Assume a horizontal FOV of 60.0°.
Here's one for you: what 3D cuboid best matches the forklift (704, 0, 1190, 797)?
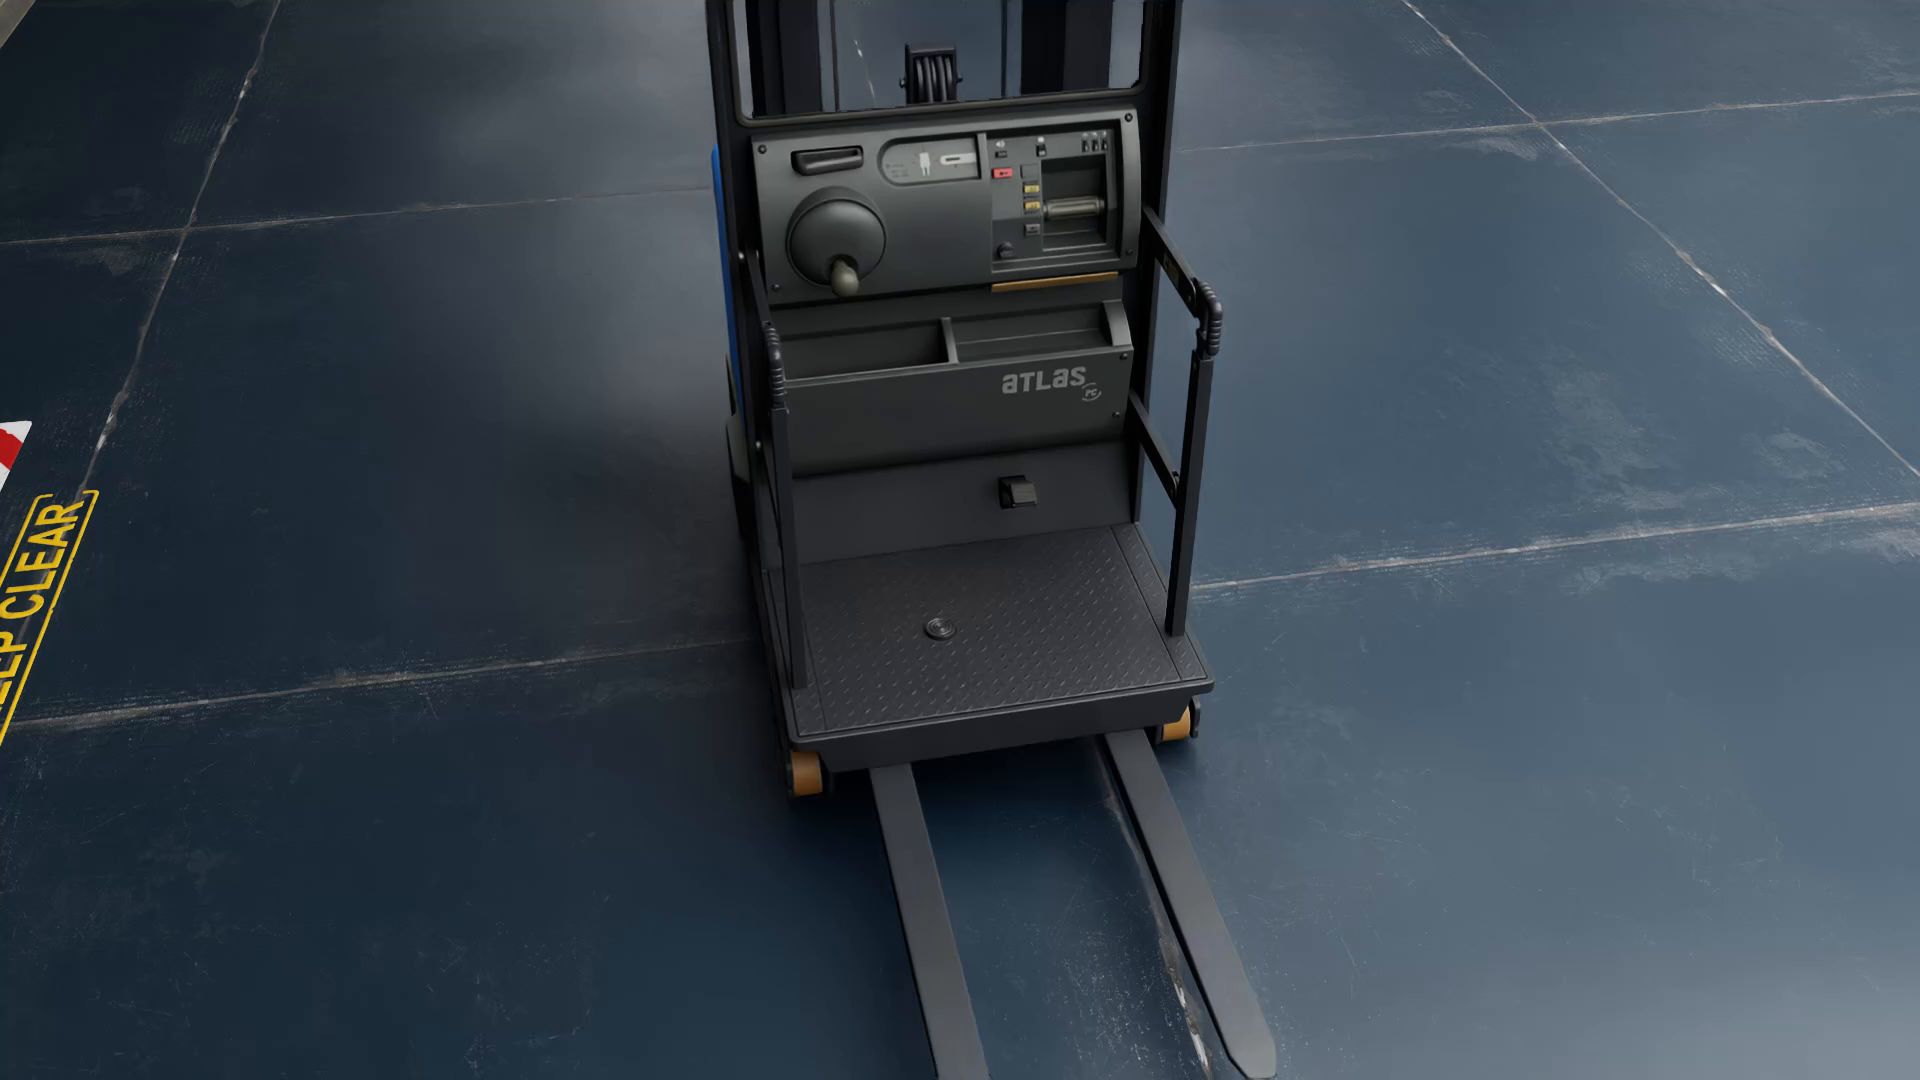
[{"bbox_3d":[0.020,-0.735,3.807,1.121,2.935,3.031,-7,38,-9],"label":"forklift"}]
